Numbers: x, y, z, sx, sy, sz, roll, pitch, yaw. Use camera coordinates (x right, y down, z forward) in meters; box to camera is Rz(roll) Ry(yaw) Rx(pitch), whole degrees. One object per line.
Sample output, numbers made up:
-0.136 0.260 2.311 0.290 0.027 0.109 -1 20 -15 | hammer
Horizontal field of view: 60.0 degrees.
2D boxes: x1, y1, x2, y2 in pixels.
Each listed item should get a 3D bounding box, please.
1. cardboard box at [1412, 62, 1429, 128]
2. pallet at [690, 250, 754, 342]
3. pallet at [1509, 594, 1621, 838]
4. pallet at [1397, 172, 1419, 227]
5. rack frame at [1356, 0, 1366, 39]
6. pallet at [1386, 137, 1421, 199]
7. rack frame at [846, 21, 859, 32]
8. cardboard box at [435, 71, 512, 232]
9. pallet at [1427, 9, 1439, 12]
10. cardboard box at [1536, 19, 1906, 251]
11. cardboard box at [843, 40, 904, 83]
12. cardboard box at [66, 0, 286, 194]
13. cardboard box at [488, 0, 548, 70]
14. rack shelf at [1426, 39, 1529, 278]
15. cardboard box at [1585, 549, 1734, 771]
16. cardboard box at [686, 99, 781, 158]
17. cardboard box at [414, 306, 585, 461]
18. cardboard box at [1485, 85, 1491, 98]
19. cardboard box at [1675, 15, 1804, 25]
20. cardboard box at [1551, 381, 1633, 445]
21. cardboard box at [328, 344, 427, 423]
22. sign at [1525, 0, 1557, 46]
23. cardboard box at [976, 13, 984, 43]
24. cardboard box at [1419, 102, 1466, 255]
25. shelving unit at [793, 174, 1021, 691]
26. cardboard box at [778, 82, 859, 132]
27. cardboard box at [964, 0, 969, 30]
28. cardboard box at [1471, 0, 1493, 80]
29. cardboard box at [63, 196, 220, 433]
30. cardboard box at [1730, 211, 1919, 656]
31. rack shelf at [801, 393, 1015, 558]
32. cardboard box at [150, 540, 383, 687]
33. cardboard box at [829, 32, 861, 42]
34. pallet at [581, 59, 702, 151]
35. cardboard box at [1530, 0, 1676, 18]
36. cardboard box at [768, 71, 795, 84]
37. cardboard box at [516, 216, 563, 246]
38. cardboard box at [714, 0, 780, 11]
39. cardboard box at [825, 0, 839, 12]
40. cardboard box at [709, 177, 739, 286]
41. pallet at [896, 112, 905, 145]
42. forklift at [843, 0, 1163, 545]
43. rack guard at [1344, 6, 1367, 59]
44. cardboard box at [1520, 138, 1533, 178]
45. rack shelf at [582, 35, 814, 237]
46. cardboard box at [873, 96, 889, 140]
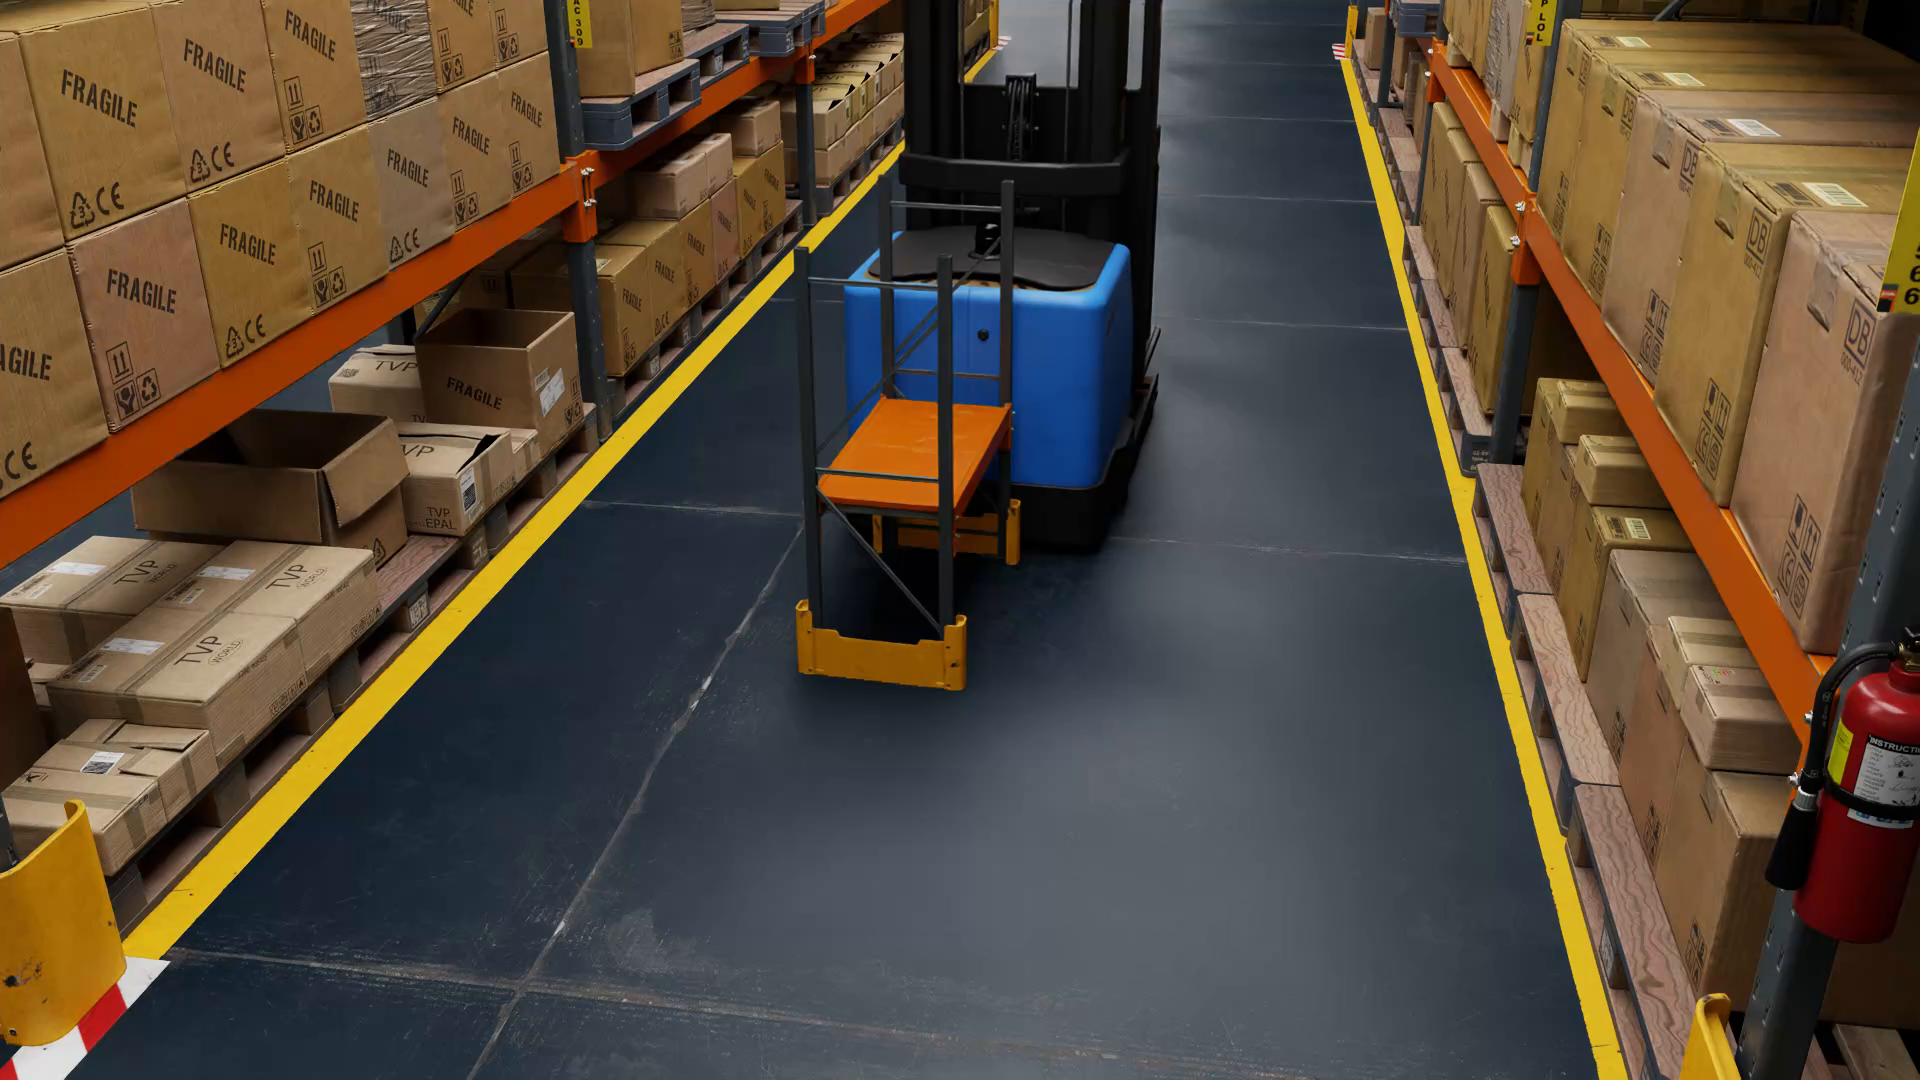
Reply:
3.924 -3.405 12.915 0.700 0.500 0.500 4 25 7 | cardboard box
-1.840 -1.454 9.607 1.003 0.211 1.213 4 25 9 | pallet
2.357 0.567 5.290 1.003 0.211 1.213 4 25 9 | pallet
3.538 -2.257 11.323 1.003 0.211 1.213 4 25 9 | pallet
4.716 -6.539 17.182 1.000 3.000 0.127 4 25 9 | rack frame
3.740 -2.766 12.410 1.003 0.211 1.213 4 25 9 | pallet
-0.825 -5.208 14.338 1.000 3.000 0.127 4 25 9 | rack frame
-2.044 -1.465 6.223 0.500 0.500 0.500 5 25 10 | cardboard box
3.692 -3.937 11.849 1.003 0.211 1.213 4 25 9 | pallet
2.650 -1.431 5.914 0.980 0.700 0.700 4 25 9 | cardboard box
-0.687 -4.000 13.843 0.500 0.311 0.500 5 25 10 | cardboard box
-2.289 -1.283 4.655 0.500 0.500 0.500 4 25 9 | cardboard box
-1.960 -2.131 6.467 0.500 0.500 0.500 4 25 9 | cardboard box
3.082 -2.031 8.399 1.077 0.370 4.000 4 25 9 | rack shelf
2.280 0.375 4.864 0.700 0.500 0.500 3 25 7 | cardboard box
-1.405 -2.511 10.120 0.500 0.250 0.500 5 26 11 | cardboard box
-1.946 -0.671 7.075 0.500 0.500 0.500 4 25 9 | cardboard box
2.887 -2.325 8.451 0.380 0.149 0.250 4 25 9 | cardboard box
3.079 -1.884 6.745 0.500 0.500 0.500 3 25 7 | cardboard box
2.296 -0.436 5.831 0.380 0.149 0.250 5 26 10 | cardboard box
-2.414 -0.683 7.324 0.500 0.311 0.500 4 25 9 | cardboard box
2.218 -2.042 6.303 0.100 0.325 0.005 4 25 9 | sign
-0.037 -5.371 17.434 0.500 0.250 0.500 4 25 9 | cardboard box
3.159 -2.111 9.763 0.750 0.750 0.750 4 25 8 | cardboard box
-0.162 -0.413 5.863 0.587 1.500 1.083 5 26 11 | shelving unit
-1.026 -3.153 12.034 0.500 0.311 0.500 3 25 7 | cardboard box
-0.197 -5.292 16.381 0.500 0.500 0.500 4 25 9 | cardboard box
2.823 -2.553 8.173 0.500 0.500 0.500 5 25 10 | cardboard box
-2.374 -0.618 4.414 0.500 0.500 0.500 4 25 8 | cardboard box
2.175 -0.197 3.279 0.980 0.700 0.700 5 26 11 | cardboard box
-0.160 -0.254 5.947 0.538 0.185 1.000 5 26 11 | rack shelf
-2.254 0.231 5.443 0.500 0.250 0.500 4 25 9 | cardboard box
-1.138 -4.251 14.381 0.500 0.311 0.500 4 25 9 | cardboard box
-1.894 -2.102 7.928 1.003 0.211 1.213 4 25 9 | pallet
2.579 -2.262 6.668 0.500 0.250 0.500 5 25 10 | cardboard box
-1.472 -3.399 12.559 0.500 0.311 0.500 4 25 8 | cardboard box
-2.245 -1.362 8.550 0.500 0.500 0.500 4 25 9 | cardboard box
-1.470 -3.499 10.074 0.700 0.500 0.500 -4 25 -9 | cardboard box
-1.142 -3.855 11.553 0.500 0.311 0.500 4 25 8 | cardboard box
-1.565 -1.758 9.398 0.500 0.500 0.500 3 25 7 | cardboard box
-0.907 -3.634 14.265 1.003 0.211 1.213 4 25 9 | pallet
0.354 -1.908 7.370 1.130 2.935 3.031 5 26 11 | forklift
4.704 -5.375 17.644 1.175 0.500 0.348 4 25 9 | rack guard
2.531 -1.577 6.853 0.380 0.149 0.250 4 25 9 | cardboard box
-1.806 -2.373 9.129 1.077 0.370 4.000 4 25 9 | rack shelf
-0.859 -3.321 13.055 0.500 0.250 0.500 5 25 10 | cardboard box
